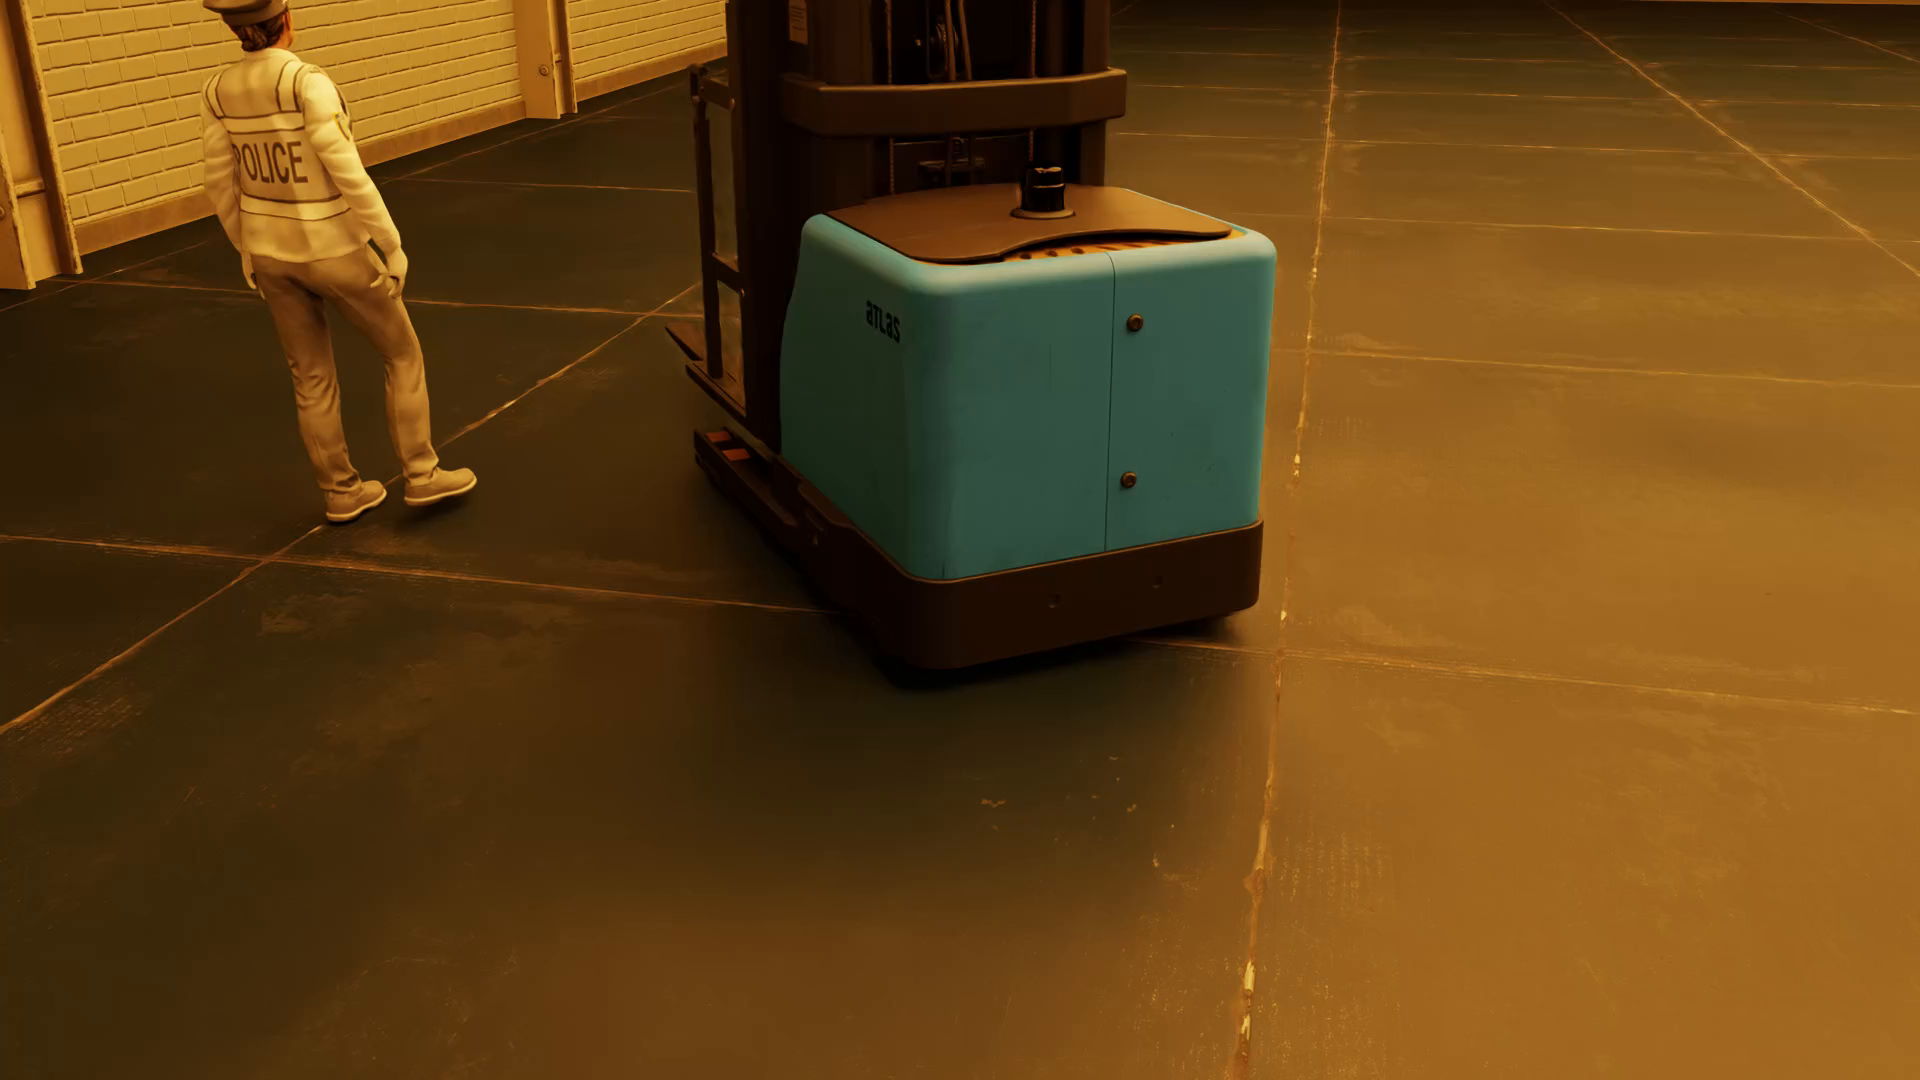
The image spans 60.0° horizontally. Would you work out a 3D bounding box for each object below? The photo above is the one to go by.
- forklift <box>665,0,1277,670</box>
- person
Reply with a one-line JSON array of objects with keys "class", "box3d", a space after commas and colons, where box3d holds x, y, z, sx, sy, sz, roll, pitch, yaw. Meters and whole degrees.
[{"class": "forklift", "box3d": [-0.252, -1.554, 5.078, 1.130, 2.935, 3.031, -10, 24, -23]}, {"class": "person", "box3d": [-1.923, -0.878, 5.044, 0.589, 1.696, 0.512, 6, 23, 14]}]
